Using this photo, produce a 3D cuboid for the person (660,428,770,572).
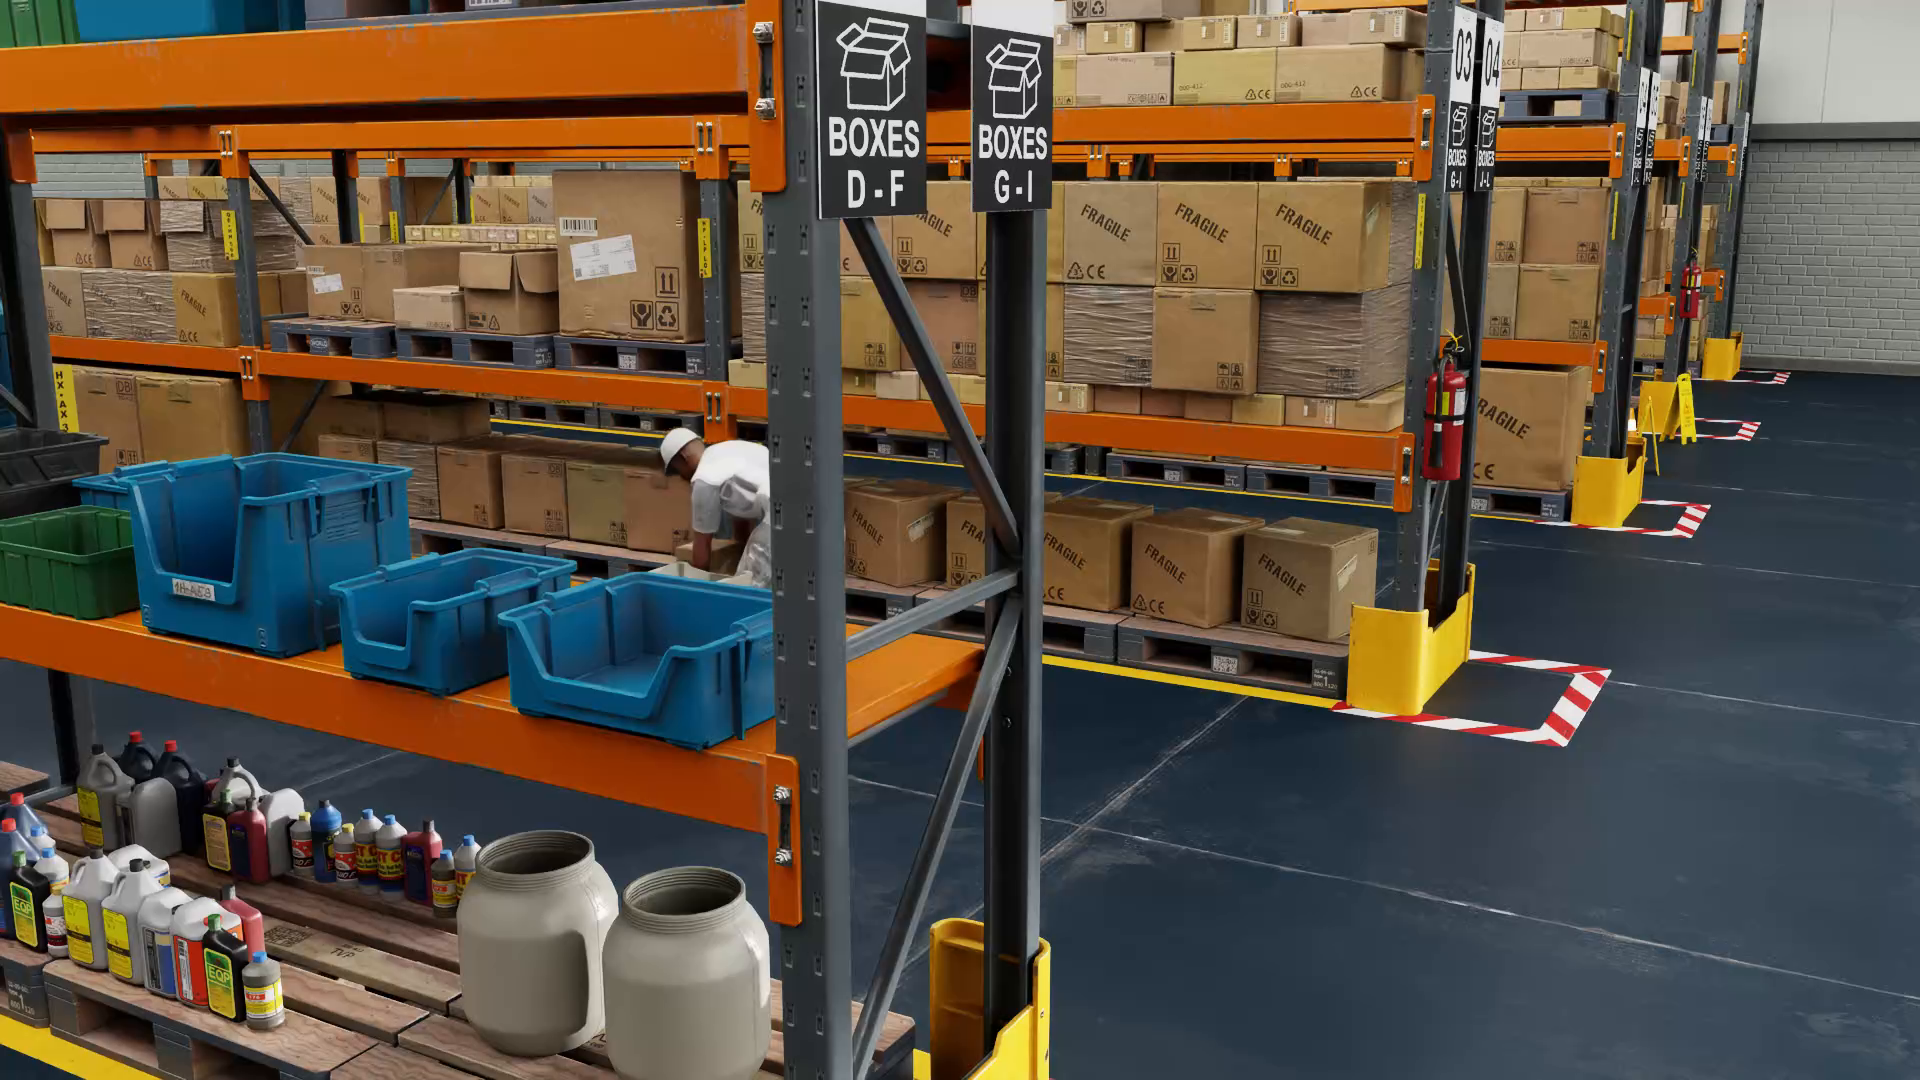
[{"bbox_3d":[-1.072,0.079,8.324,0.953,1.239,0.504,6,14,26],"label":"person"}]
